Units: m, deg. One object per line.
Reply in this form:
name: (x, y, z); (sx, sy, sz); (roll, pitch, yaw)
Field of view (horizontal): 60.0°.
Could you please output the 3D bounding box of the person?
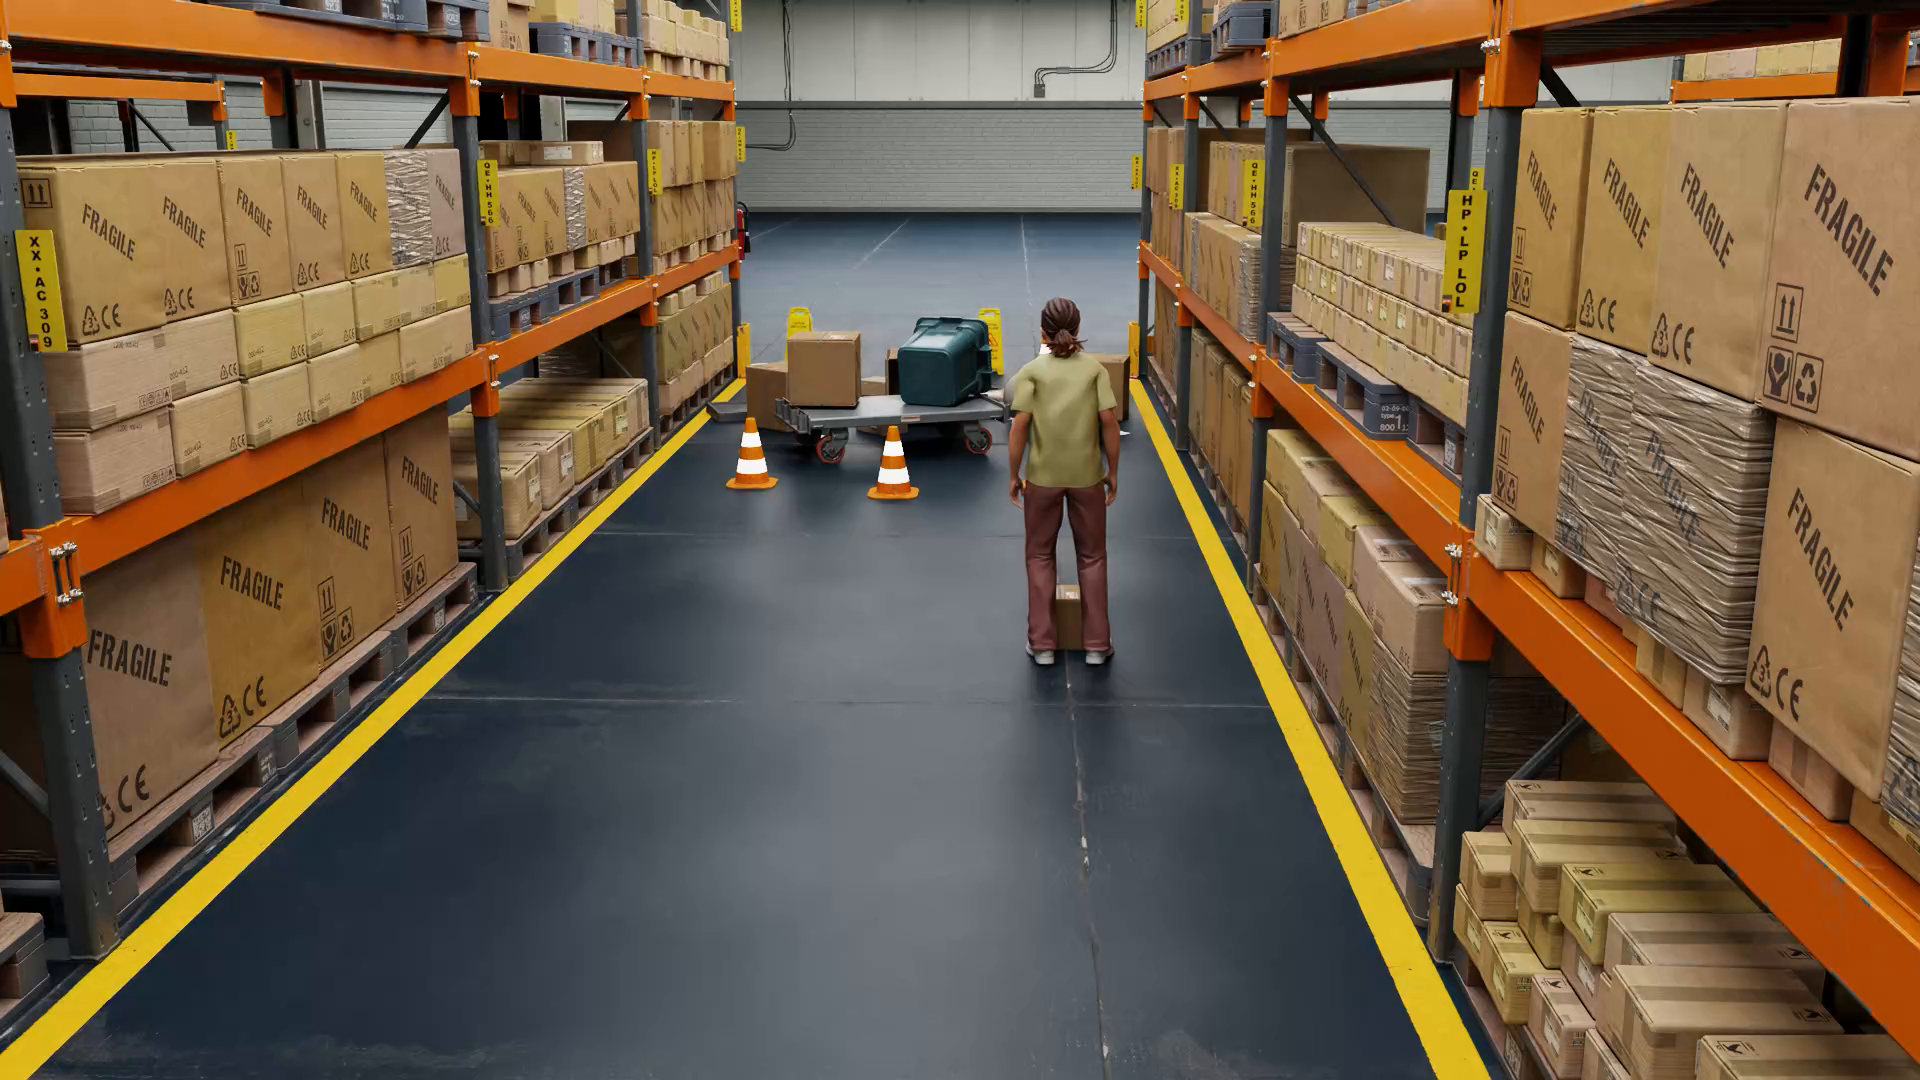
person: (0.473, -0.250, 7.552); (0.517, 1.651, 0.363); (0, 14, -2)
